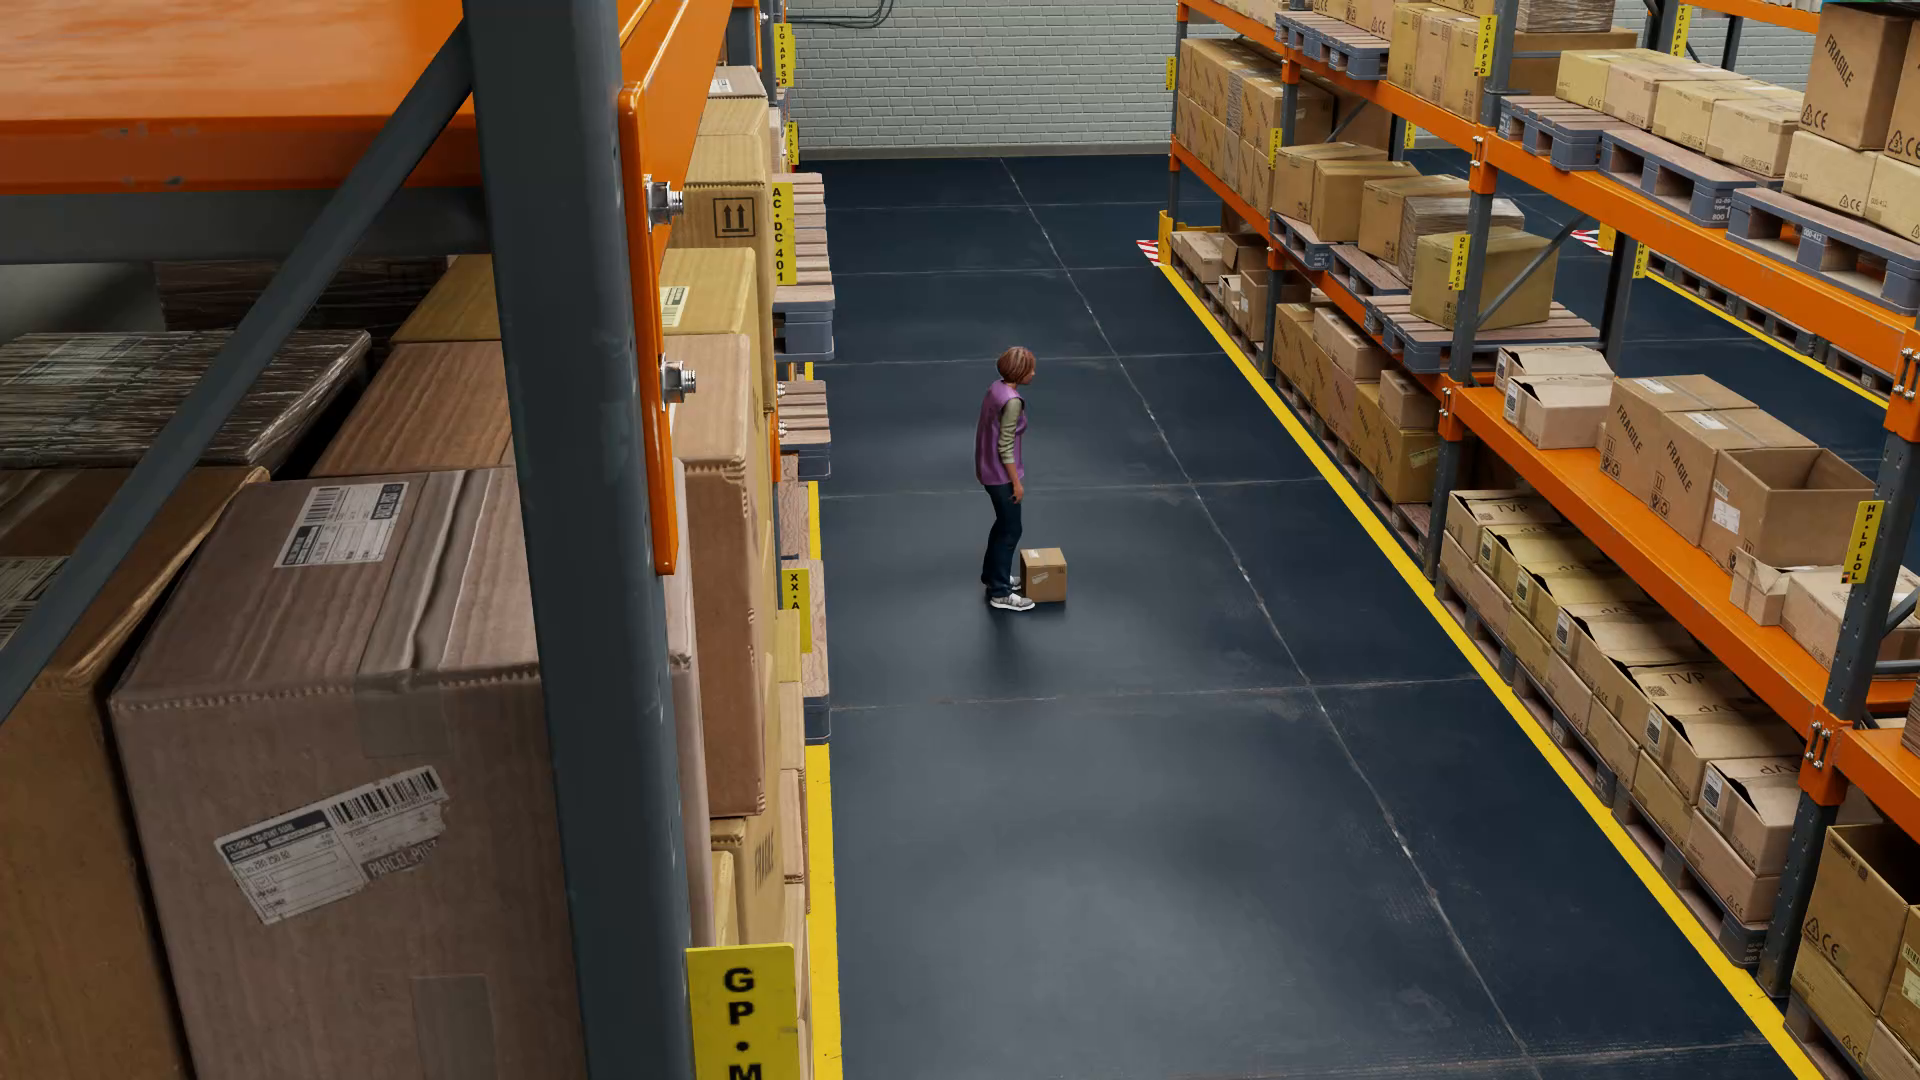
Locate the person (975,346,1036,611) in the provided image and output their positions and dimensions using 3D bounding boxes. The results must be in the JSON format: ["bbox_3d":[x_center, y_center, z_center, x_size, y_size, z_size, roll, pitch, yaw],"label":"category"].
[{"bbox_3d":[0.274,-0.378,9.974,0.347,1.582,0.477,-3,24,-7],"label":"person"}]
